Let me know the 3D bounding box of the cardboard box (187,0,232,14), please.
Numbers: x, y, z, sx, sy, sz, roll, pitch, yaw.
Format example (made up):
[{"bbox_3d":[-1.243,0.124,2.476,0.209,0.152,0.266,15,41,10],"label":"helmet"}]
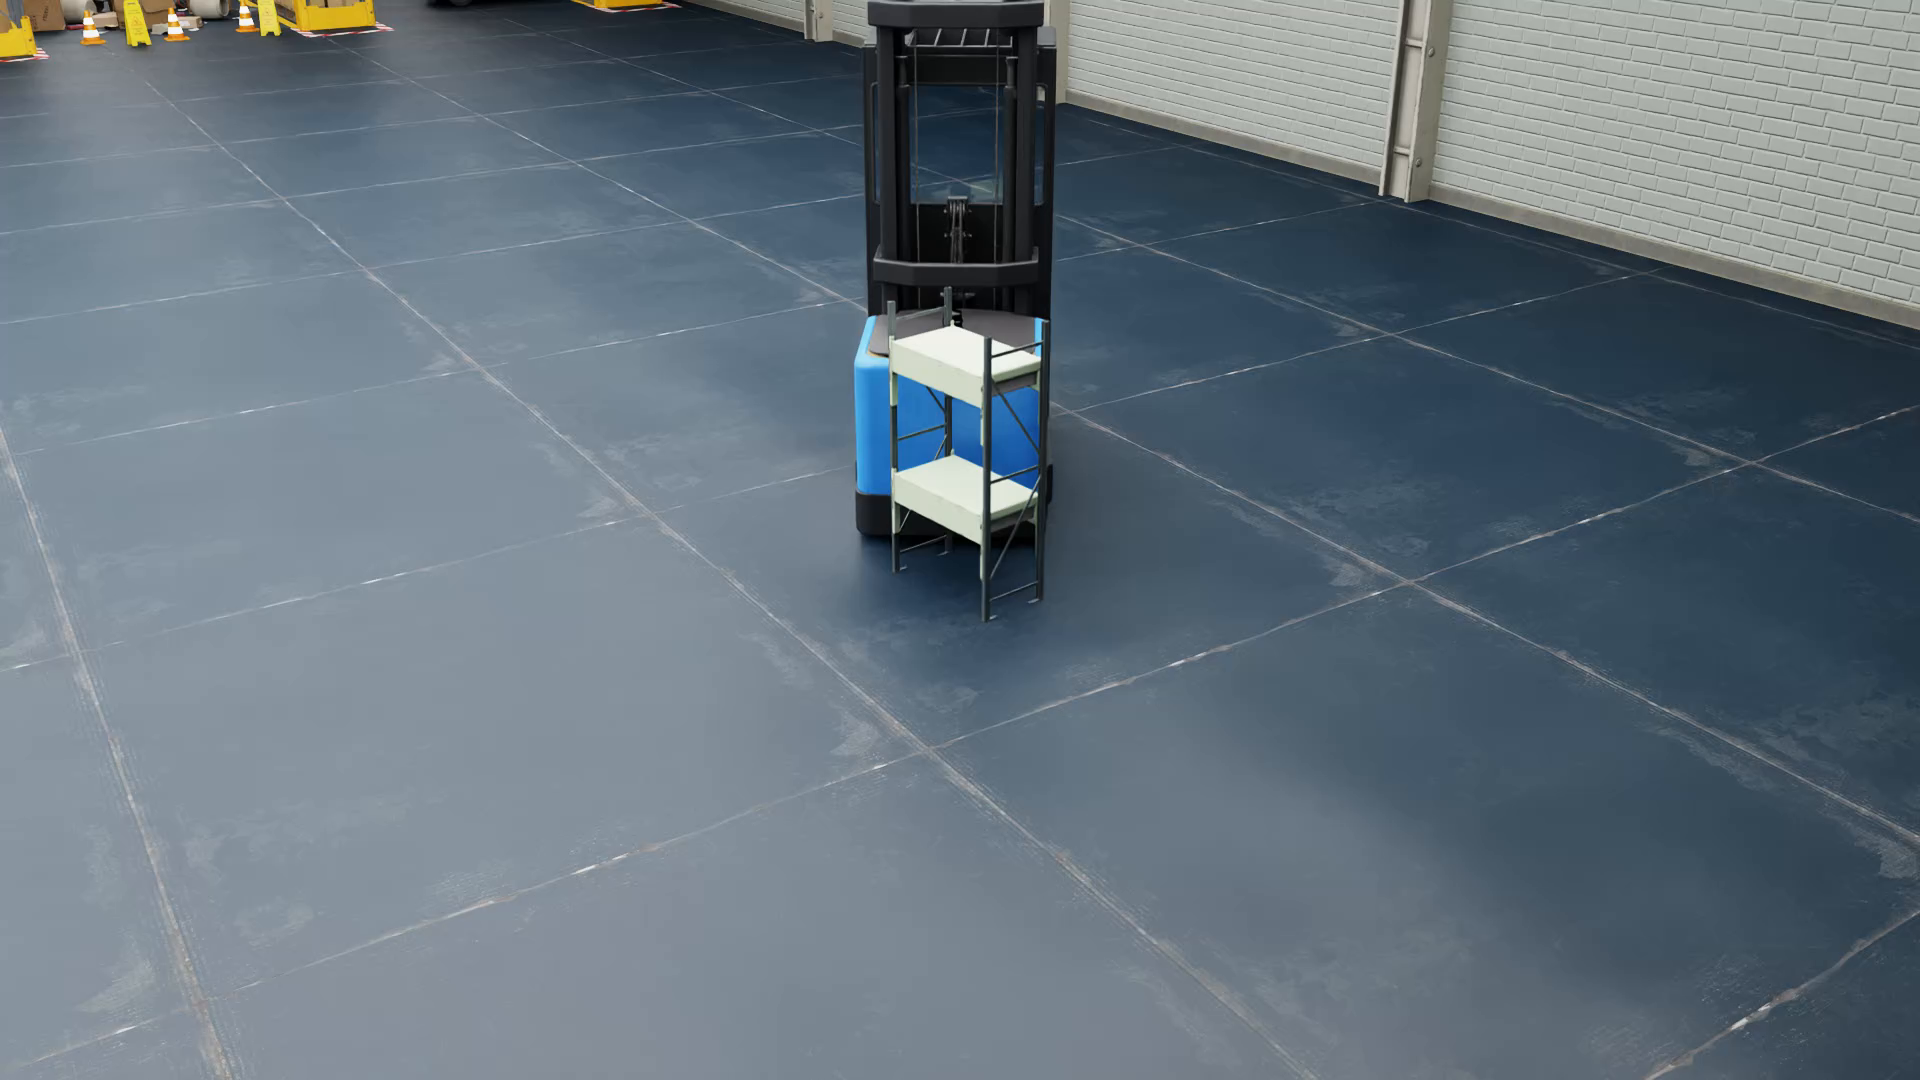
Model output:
[{"bbox_3d":[-12.705,-9.176,28.098,0.500,0.500,0.500,3,25,6],"label":"cardboard box"}]

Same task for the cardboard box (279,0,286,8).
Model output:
[{"bbox_3d":[-10.910,-8.935,27.391,0.500,0.250,0.500,-15,29,-29],"label":"cardboard box"}]

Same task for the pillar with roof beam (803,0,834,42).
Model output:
[{"bbox_3d":[-5.766,-10.755,21.492,9.100,9.000,0.400,-16,29,-30],"label":"pillar with roof beam"}]

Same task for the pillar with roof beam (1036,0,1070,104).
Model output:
[{"bbox_3d":[-2.491,-8.609,16.946,9.100,9.000,0.400,-16,29,-30],"label":"pillar with roof beam"}]

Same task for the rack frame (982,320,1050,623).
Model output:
[{"bbox_3d":[0.270,-0.318,8.167,0.400,1.500,0.023,-20,32,-36],"label":"rack frame"}]

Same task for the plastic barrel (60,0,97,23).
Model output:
[{"bbox_3d":[-14.338,-8.602,26.976,0.512,0.421,0.421,3,25,6],"label":"plastic barrel"}]

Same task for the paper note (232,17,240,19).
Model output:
[{"bbox_3d":[-11.960,-8.651,27.539,0.148,0.019,0.142,18,31,33],"label":"paper note"}]

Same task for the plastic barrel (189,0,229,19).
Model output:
[{"bbox_3d":[-12.363,-8.795,27.386,0.512,0.421,0.421,3,25,6],"label":"plastic barrel"}]

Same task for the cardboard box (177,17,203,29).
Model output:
[{"bbox_3d":[-12.374,-8.283,26.622,0.380,0.149,0.250,-1,25,-3],"label":"cardboard box"}]

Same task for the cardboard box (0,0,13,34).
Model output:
[{"bbox_3d":[-14.484,-7.841,24.343,0.875,0.875,0.875,-15,29,-29],"label":"cardboard box"}]

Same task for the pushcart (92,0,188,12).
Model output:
[{"bbox_3d":[-14.033,-9.270,28.445,0.936,0.377,1.648,18,31,33],"label":"pushcart"}]

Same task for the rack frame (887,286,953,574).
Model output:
[{"bbox_3d":[-0.201,-0.557,8.673,0.400,1.500,0.023,-20,32,-36],"label":"rack frame"}]

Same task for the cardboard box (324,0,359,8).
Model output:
[{"bbox_3d":[-10.175,-8.874,27.263,0.500,0.250,0.500,-16,30,-30],"label":"cardboard box"}]

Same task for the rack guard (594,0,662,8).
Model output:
[{"bbox_3d":[-5.797,-9.594,28.987,1.175,0.500,0.348,-16,29,-30],"label":"rack guard"}]

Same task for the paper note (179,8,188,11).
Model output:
[{"bbox_3d":[-13.290,-9.075,28.439,0.148,0.019,0.142,-16,29,-30],"label":"paper note"}]

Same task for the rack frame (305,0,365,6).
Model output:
[{"bbox_3d":[-9.967,-9.575,26.018,1.000,3.000,0.127,-16,29,-30],"label":"rack frame"}]

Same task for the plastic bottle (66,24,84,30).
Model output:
[{"bbox_3d":[-14.067,-8.174,26.494,0.133,0.061,0.283,18,31,33],"label":"plastic bottle"}]

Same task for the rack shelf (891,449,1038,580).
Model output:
[{"bbox_3d":[0.035,-0.143,8.559,0.431,0.370,0.720,-20,32,-36],"label":"rack shelf"}]

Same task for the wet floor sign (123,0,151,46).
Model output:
[{"bbox_3d":[-12.384,-7.771,24.956,0.267,0.644,0.232,-22,33,-38],"label":"wet floor sign"}]

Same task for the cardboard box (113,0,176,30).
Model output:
[{"bbox_3d":[-13.047,-8.484,26.632,0.637,0.503,0.797,7,26,15],"label":"cardboard box"}]

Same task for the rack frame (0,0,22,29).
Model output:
[{"bbox_3d":[-14.059,-8.385,23.498,1.000,3.000,0.127,-16,29,-30],"label":"rack frame"}]

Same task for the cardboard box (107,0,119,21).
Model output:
[{"bbox_3d":[-13.564,-8.878,27.308,0.797,0.637,0.503,-16,29,-30],"label":"cardboard box"}]

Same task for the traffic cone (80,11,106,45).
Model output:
[{"bbox_3d":[-13.159,-7.759,25.143,0.336,0.463,0.334,-16,29,-30],"label":"traffic cone"}]

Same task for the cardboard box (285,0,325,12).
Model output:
[{"bbox_3d":[-10.646,-8.756,27.013,0.500,0.250,0.500,-16,29,-30],"label":"cardboard box"}]

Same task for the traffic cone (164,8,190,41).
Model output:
[{"bbox_3d":[-12.027,-7.900,25.443,0.336,0.463,0.334,-16,29,-30],"label":"traffic cone"}]

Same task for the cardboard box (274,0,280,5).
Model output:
[{"bbox_3d":[-11.200,-9.120,27.785,0.500,0.250,0.500,-17,30,-31],"label":"cardboard box"}]

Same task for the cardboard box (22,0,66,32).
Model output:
[{"bbox_3d":[-14.535,-8.370,26.392,0.500,0.500,0.500,-10,27,-21],"label":"cardboard box"}]

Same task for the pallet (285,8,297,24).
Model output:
[{"bbox_3d":[-10.422,-8.640,27.304,1.003,0.211,1.213,-16,29,-30],"label":"pallet"}]

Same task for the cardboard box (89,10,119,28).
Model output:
[{"bbox_3d":[-13.761,-8.394,26.719,0.396,0.266,0.258,-10,27,-21],"label":"cardboard box"}]

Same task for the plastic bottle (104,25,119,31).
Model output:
[{"bbox_3d":[-13.500,-8.146,26.434,0.283,0.061,0.133,18,31,33],"label":"plastic bottle"}]

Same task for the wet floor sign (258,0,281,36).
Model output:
[{"bbox_3d":[-10.759,-8.193,25.849,0.267,0.644,0.232,-6,26,-12],"label":"wet floor sign"}]

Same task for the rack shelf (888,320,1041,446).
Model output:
[{"bbox_3d":[0.035,-0.791,8.254,0.431,0.370,0.720,-20,32,-36],"label":"rack shelf"}]

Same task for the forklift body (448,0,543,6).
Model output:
[{"bbox_3d":[-8.374,-10.602,29.189,2.313,2.155,1.214,-16,29,-30],"label":"forklift body"}]

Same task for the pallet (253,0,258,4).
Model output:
[{"bbox_3d":[-11.754,-9.512,29.153,1.003,0.211,1.213,-16,29,-30],"label":"pallet"}]

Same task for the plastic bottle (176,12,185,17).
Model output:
[{"bbox_3d":[-13.017,-8.778,27.773,0.133,0.061,0.283,-10,27,-21],"label":"plastic bottle"}]

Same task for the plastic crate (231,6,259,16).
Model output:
[{"bbox_3d":[-11.980,-8.932,28.078,0.583,0.080,0.402,18,31,33],"label":"plastic crate"}]

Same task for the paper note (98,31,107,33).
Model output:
[{"bbox_3d":[-13.470,-7.983,26.127,0.144,0.017,0.142,-6,26,-12],"label":"paper note"}]

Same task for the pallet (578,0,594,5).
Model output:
[{"bbox_3d":[-6.262,-9.735,29.625,1.003,0.211,1.213,-16,29,-30],"label":"pallet"}]

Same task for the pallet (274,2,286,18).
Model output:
[{"bbox_3d":[-11.084,-9.075,28.227,1.003,0.211,1.213,-16,29,-30],"label":"pallet"}]

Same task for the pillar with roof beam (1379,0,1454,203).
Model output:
[{"bbox_3d":[0.784,-6.463,12.400,9.100,9.000,0.400,-16,29,-30],"label":"pillar with roof beam"}]

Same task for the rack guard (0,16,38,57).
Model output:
[{"bbox_3d":[-14.046,-7.246,24.013,1.175,0.500,0.348,-16,29,-30],"label":"rack guard"}]

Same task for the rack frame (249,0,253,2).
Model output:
[{"bbox_3d":[-12.150,-11.005,29.049,1.000,3.000,0.127,-16,29,-30],"label":"rack frame"}]

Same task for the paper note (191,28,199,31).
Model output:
[{"bbox_3d":[-12.150,-8.106,26.386,0.142,0.019,0.148,18,31,33],"label":"paper note"}]

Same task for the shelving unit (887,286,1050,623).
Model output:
[{"bbox_3d":[0.035,-0.438,8.420,0.431,1.500,0.755,-20,32,-36],"label":"shelving unit"}]

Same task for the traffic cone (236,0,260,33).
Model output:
[{"bbox_3d":[-11.282,-8.281,26.249,0.336,0.463,0.334,-16,29,-30],"label":"traffic cone"}]

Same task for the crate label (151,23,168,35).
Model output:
[{"bbox_3d":[-12.508,-8.020,26.078,0.298,0.136,0.250,12,28,24],"label":"crate label"}]

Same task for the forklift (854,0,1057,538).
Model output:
[{"bbox_3d":[0.007,-1.926,9.896,1.130,2.935,3.031,1,25,2],"label":"forklift"}]

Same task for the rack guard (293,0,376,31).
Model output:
[{"bbox_3d":[-10.008,-8.471,26.609,1.175,0.500,0.348,-16,29,-30],"label":"rack guard"}]
